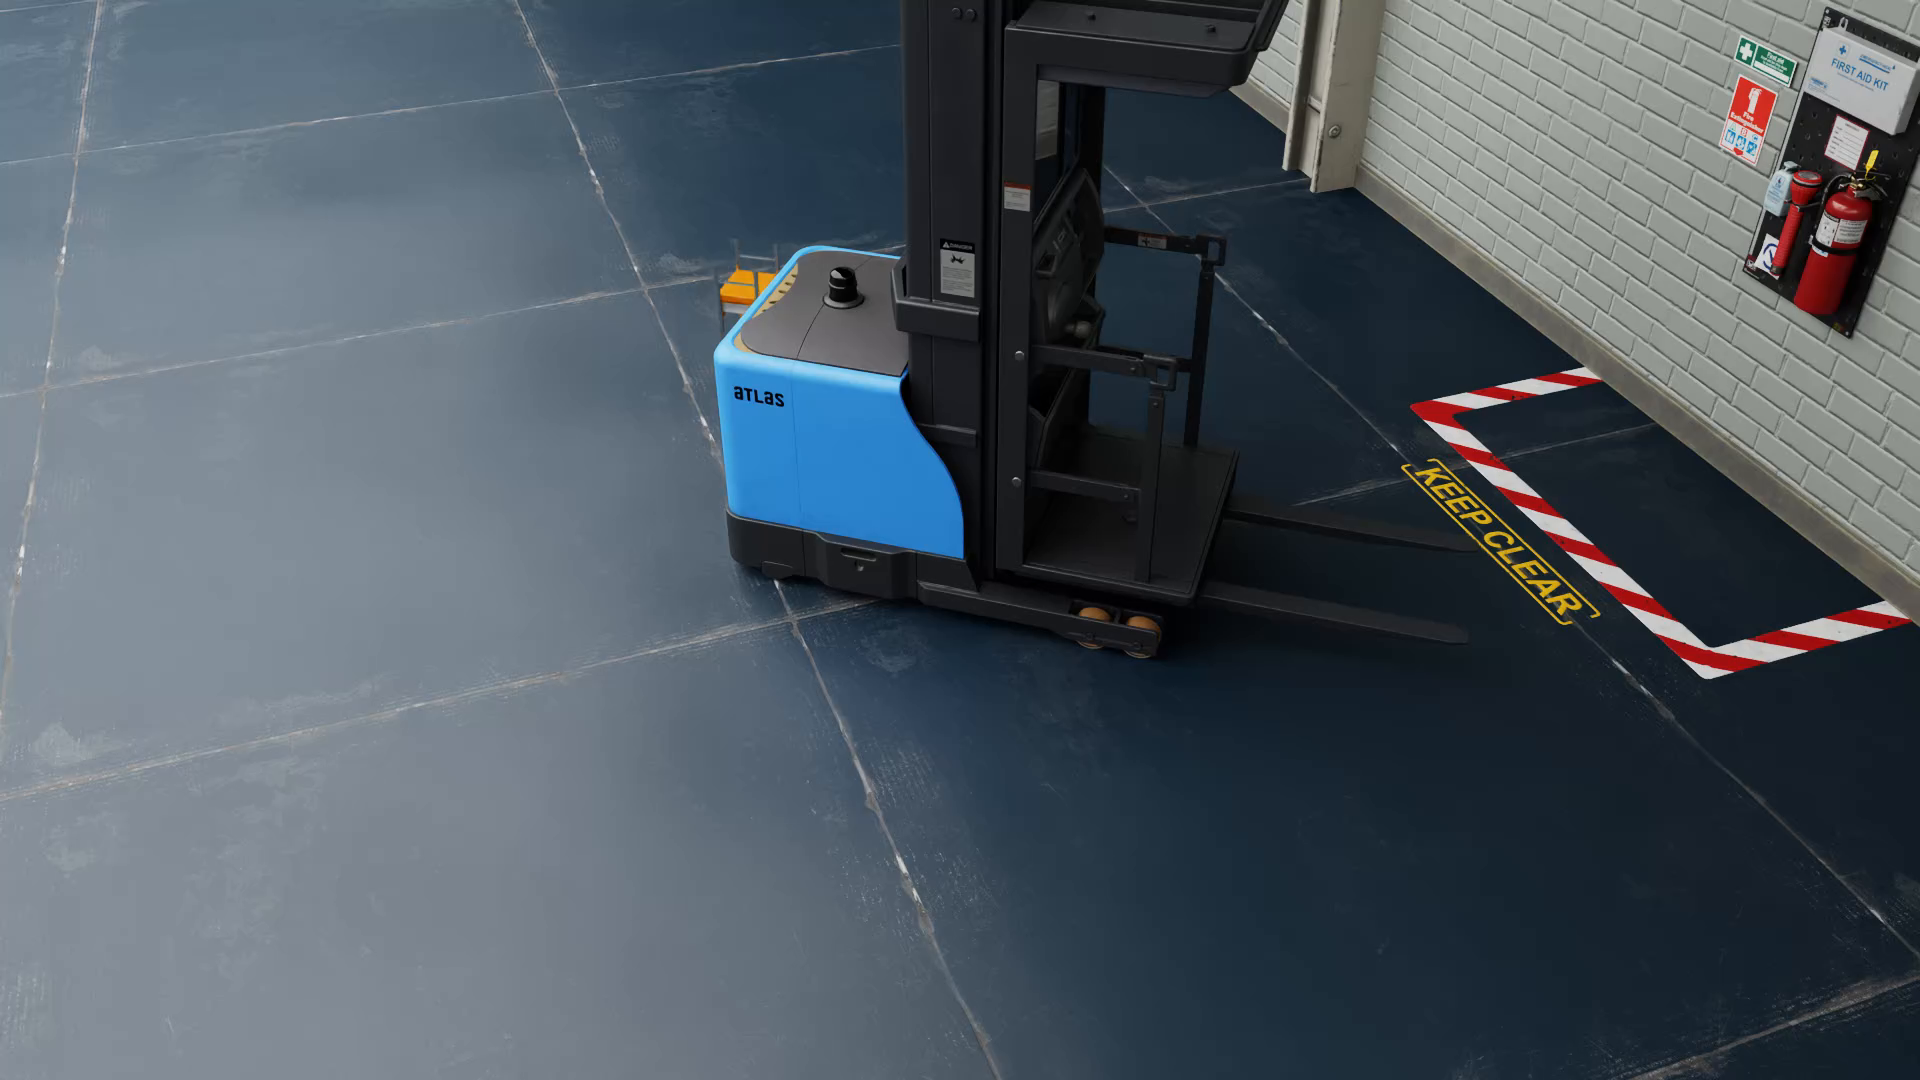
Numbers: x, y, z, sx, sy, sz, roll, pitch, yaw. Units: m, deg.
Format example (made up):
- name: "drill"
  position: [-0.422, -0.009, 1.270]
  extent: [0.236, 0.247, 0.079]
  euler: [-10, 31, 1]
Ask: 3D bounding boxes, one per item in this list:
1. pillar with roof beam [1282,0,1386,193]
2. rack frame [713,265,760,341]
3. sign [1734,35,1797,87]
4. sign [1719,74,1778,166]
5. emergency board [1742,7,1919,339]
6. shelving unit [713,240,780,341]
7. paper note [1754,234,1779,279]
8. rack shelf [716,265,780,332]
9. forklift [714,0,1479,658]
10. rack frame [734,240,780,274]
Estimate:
- name: "pillar with roof beam"
  position: [-1.831, -4.937, 6.326]
  extent: [9.100, 9.000, 0.400]
  euler: [-12, 39, -16]
- name: "rack frame"
  position: [-0.944, -0.730, 7.343]
  extent: [0.200, 1.050, 0.008]
  euler: [9, 38, 13]
- name: "sign"
  position: [3.361, -2.002, 6.945]
  extent: [0.001, 0.109, 0.331]
  euler: [-12, 39, -16]
- name: "sign"
  position: [3.368, -1.795, 7.110]
  extent: [0.001, 0.329, 0.234]
  euler: [-12, 39, -16]
- name: "emergency board"
  position: [3.461, -1.447, 6.678]
  extent: [0.194, 1.169, 0.643]
  euler: [-12, 39, -16]
- name: "shelving unit"
  position: [-0.911, -0.801, 7.437]
  extent: [0.215, 1.050, 0.252]
  euler: [9, 38, 13]
- name: "paper note"
  position: [3.465, -1.209, 7.095]
  extent: [0.016, 0.148, 0.142]
  euler: [-12, 39, -16]
- name: "rack shelf"
  position: [-0.915, -1.019, 7.273]
  extent: [0.215, 0.259, 0.240]
  euler: [9, 38, 13]
- name: "forklift"
  position: [0.597, -1.059, 6.220]
  extent: [3.031, 2.935, 1.130]
  euler: [11, 38, 14]
- name: "rack frame"
  position: [-0.878, -0.872, 7.530]
  extent: [0.200, 1.050, 0.008]
  euler: [9, 38, 13]
